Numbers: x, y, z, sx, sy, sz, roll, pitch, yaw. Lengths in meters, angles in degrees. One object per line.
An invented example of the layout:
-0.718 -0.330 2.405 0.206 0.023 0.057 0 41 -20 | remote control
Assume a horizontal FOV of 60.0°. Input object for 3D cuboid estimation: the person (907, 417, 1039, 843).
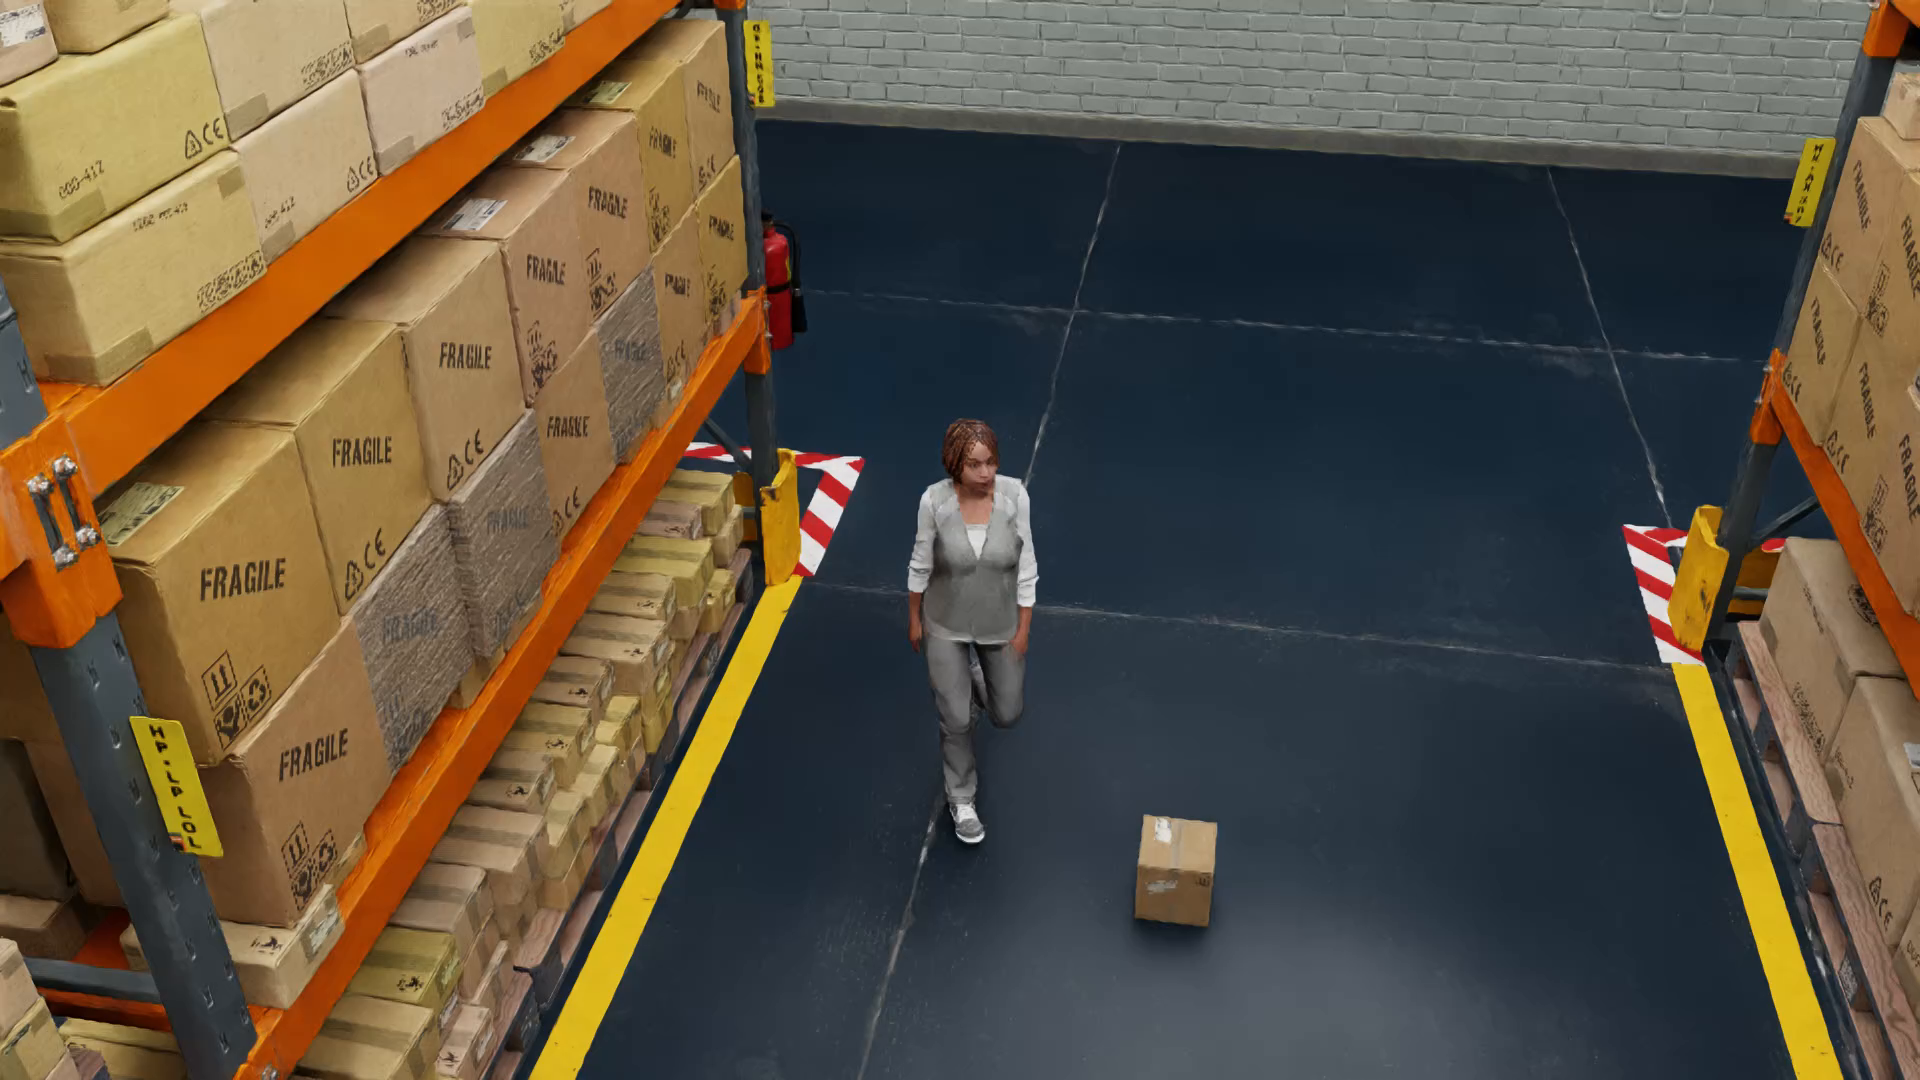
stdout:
0.038 0.262 5.731 0.440 1.574 0.667 -3 33 -5 | person
